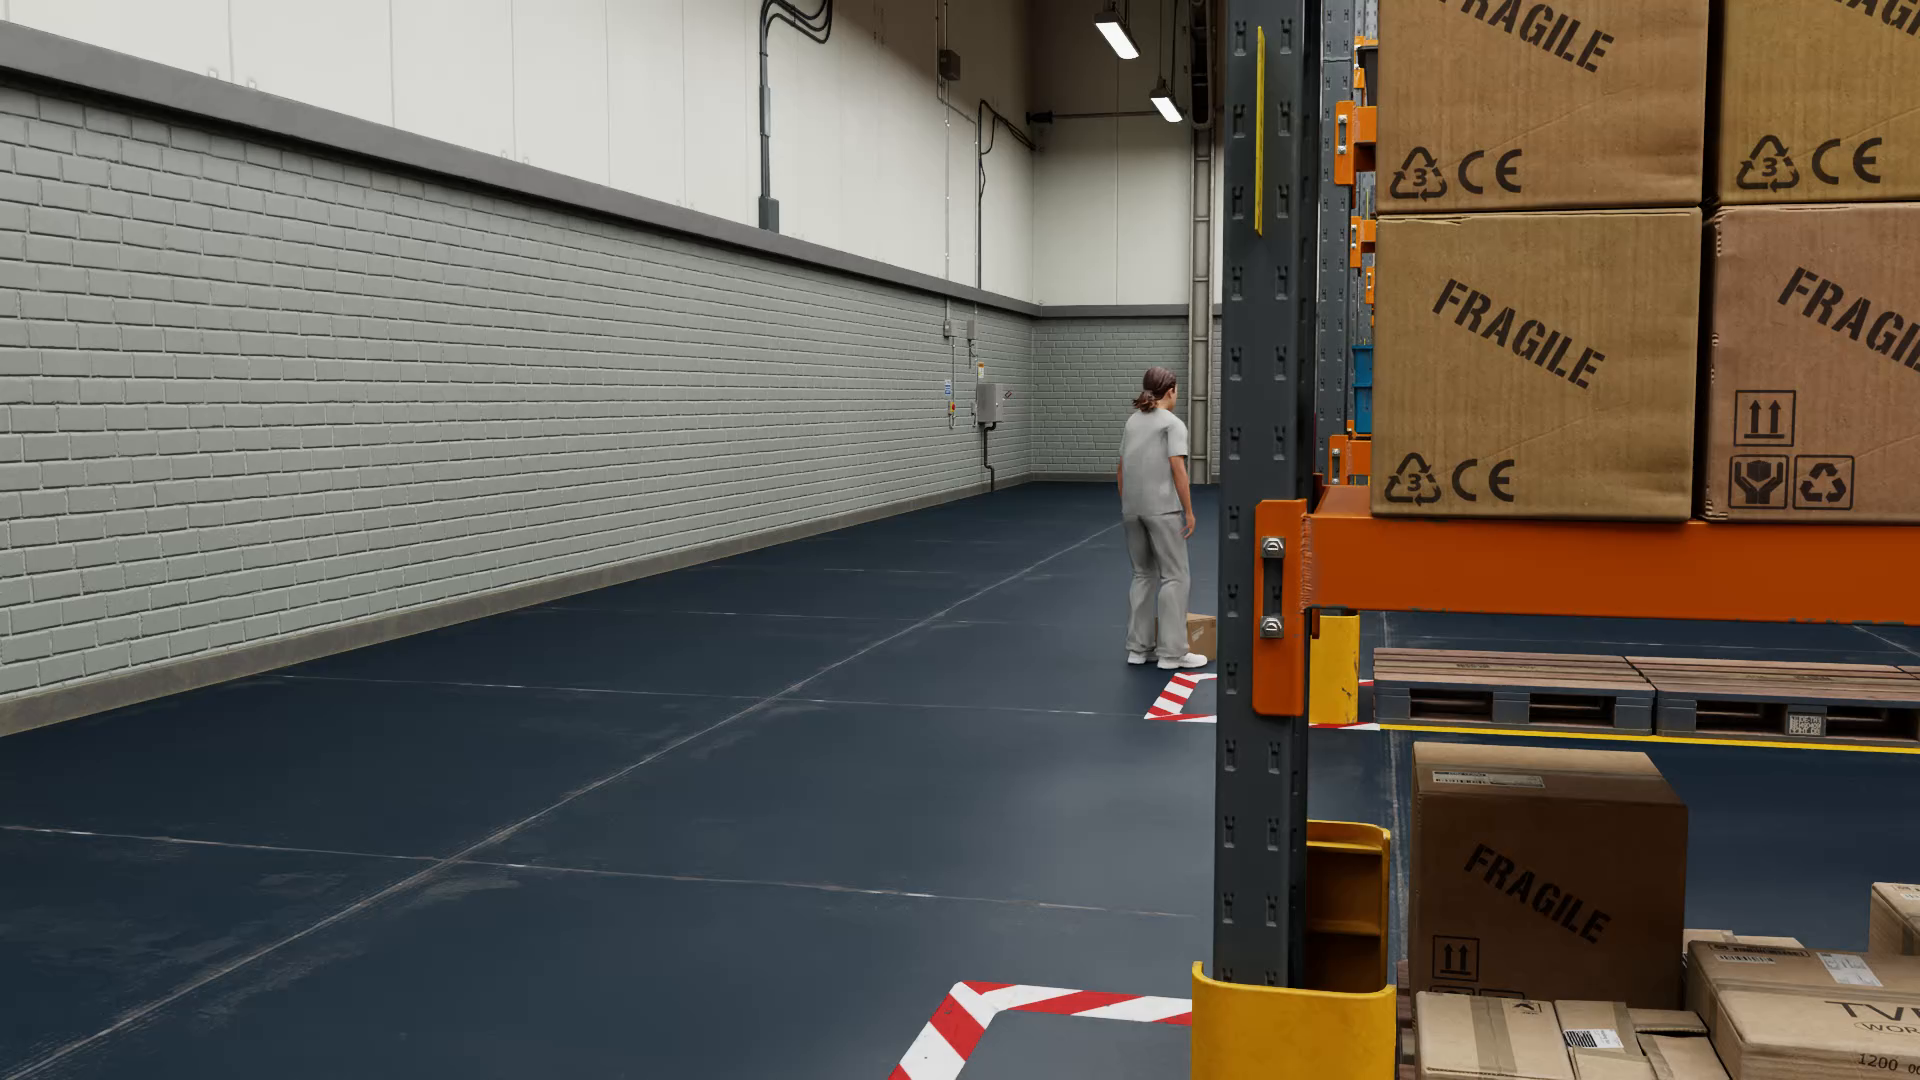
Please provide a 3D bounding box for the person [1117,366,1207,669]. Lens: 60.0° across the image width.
[{"bbox_3d":[1.103,-0.133,9.292,0.363,1.672,0.514,-5,7,-42],"label":"person"}]
